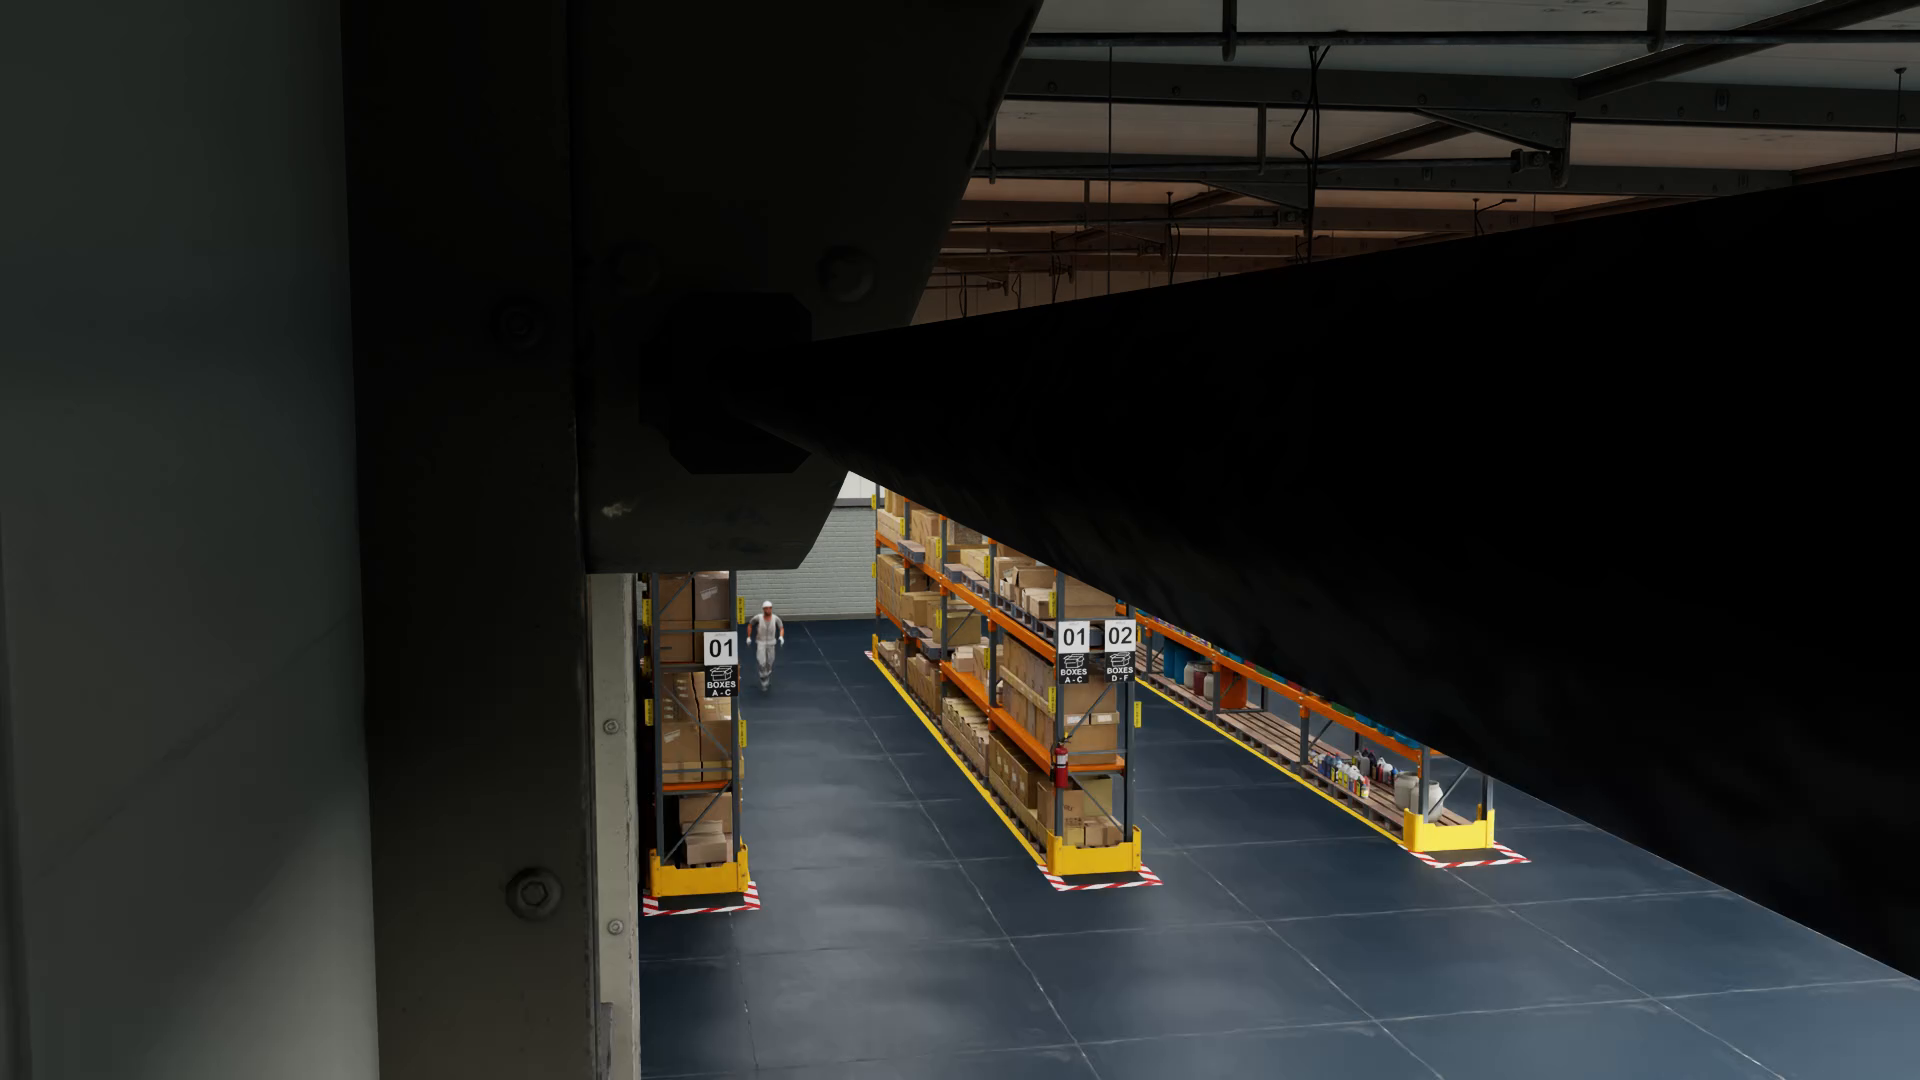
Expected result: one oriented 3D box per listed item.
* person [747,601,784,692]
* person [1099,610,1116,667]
[{"bbox_3d":[-3.844,2.104,32.931,0.725,1.818,0.787,-2,6,-16],"label":"person"},{"bbox_3d":[3.090,1.872,35.556,0.498,1.591,1.012,2,6,18],"label":"person"}]
